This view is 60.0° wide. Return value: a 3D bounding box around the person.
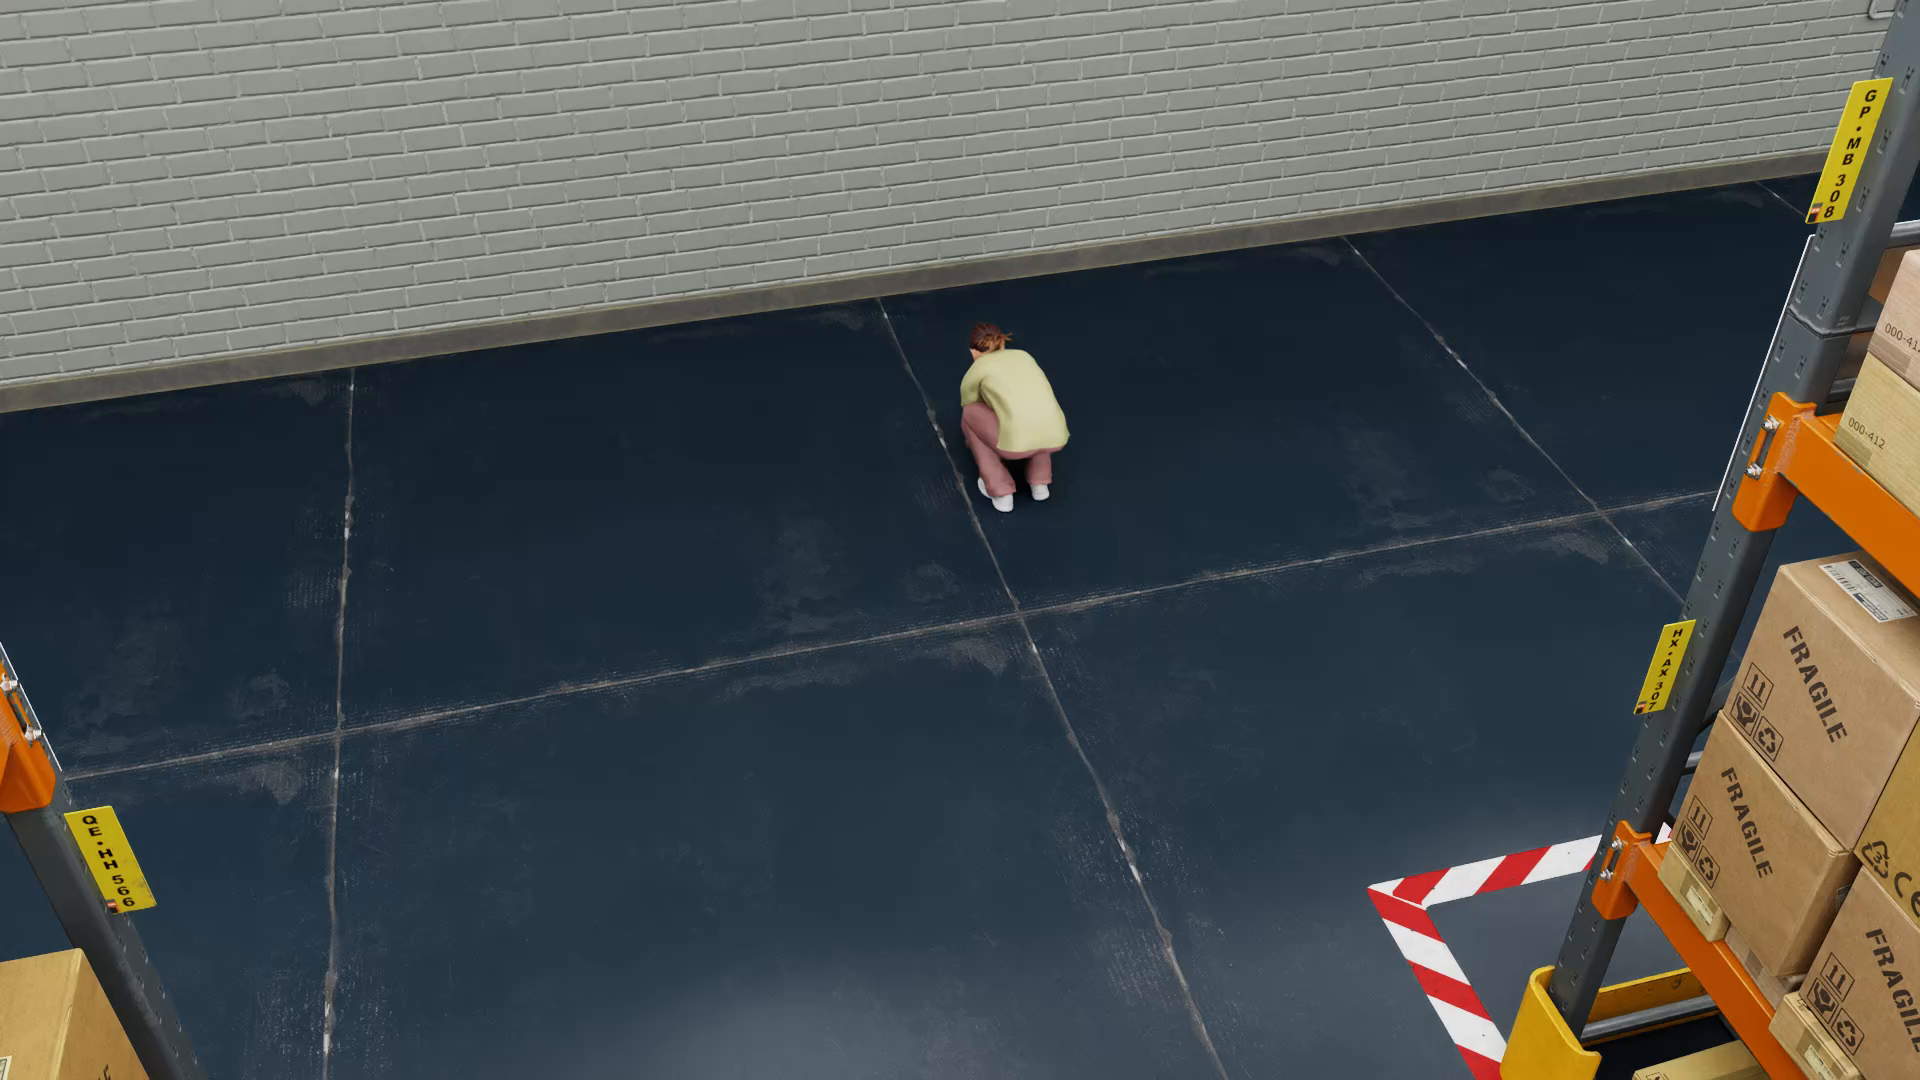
[{"bbox_3d":[0.244,-0.591,8.270,0.454,0.733,0.856,-10,39,-13],"label":"person"}]
